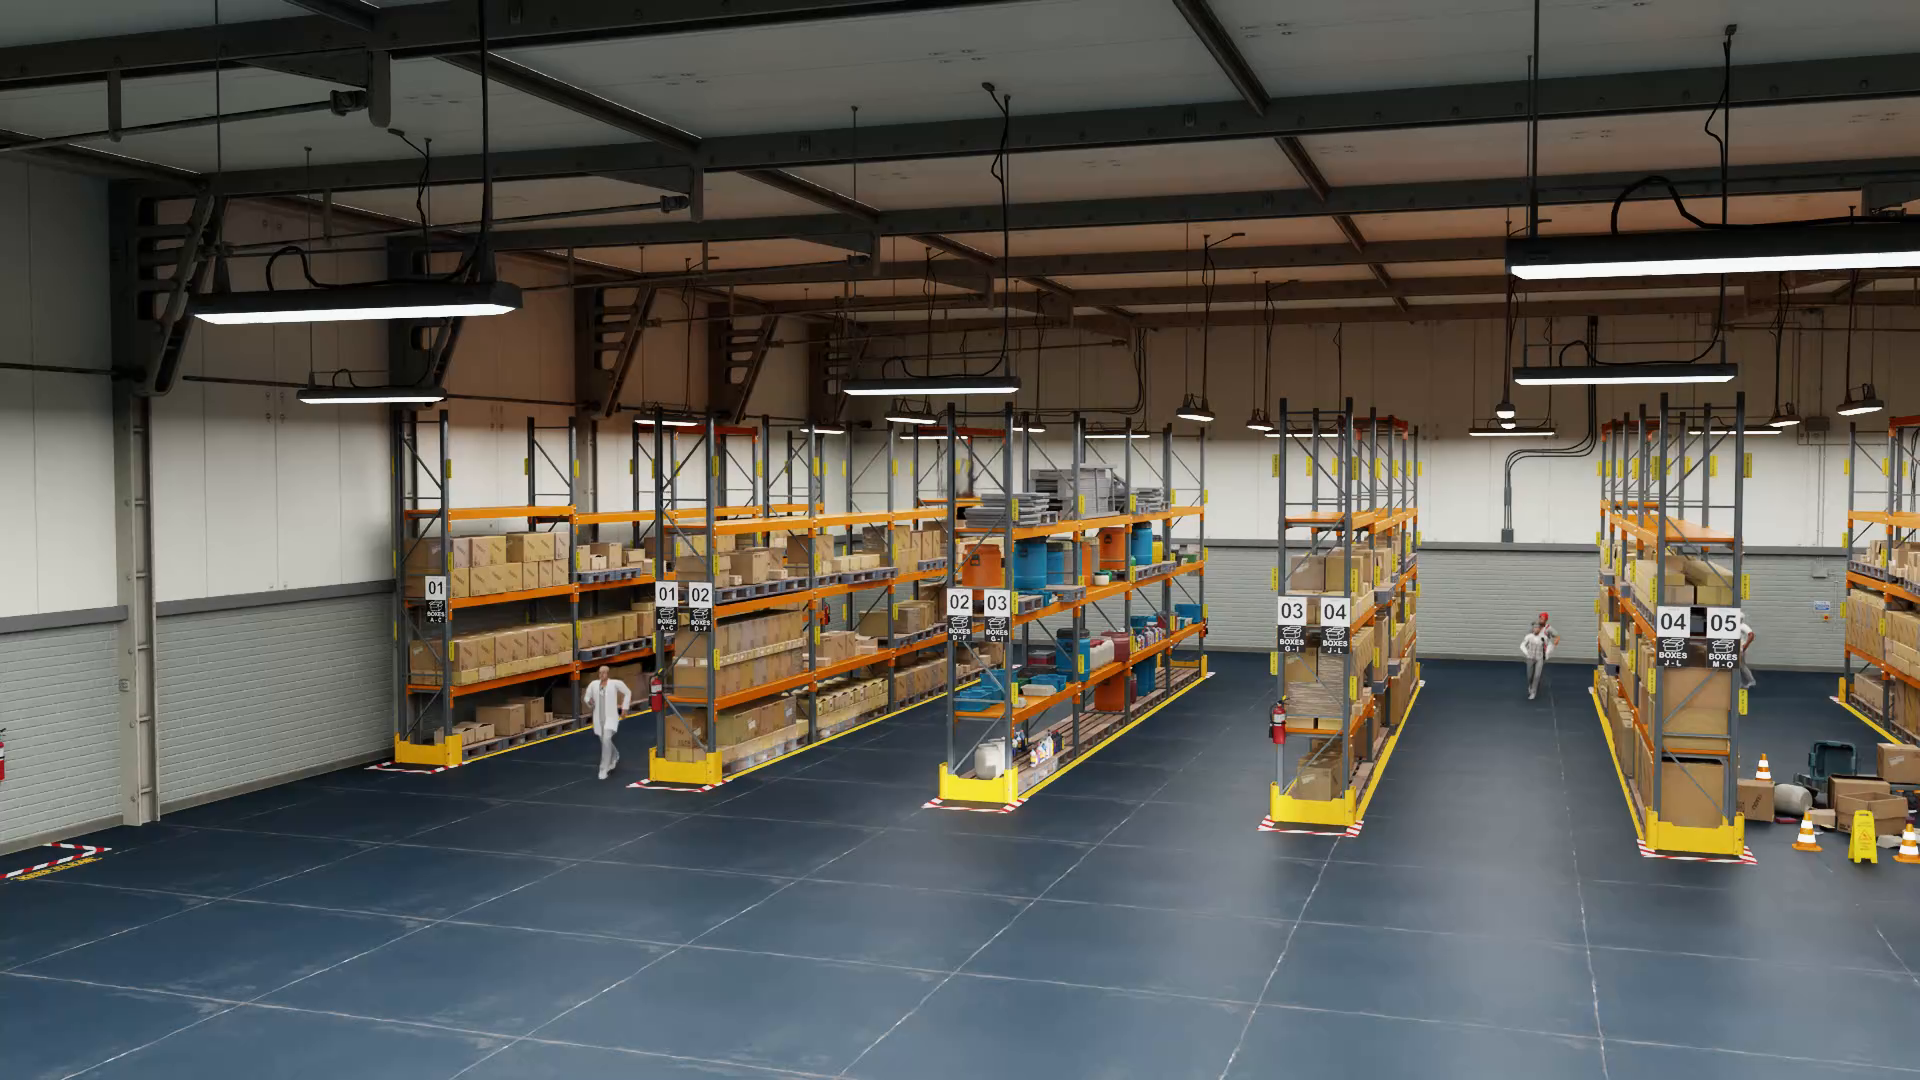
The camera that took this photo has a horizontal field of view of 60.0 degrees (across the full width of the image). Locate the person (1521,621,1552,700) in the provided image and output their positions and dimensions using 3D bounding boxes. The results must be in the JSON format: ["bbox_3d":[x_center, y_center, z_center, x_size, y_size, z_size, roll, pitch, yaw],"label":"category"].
[{"bbox_3d":[12.553,2.612,36.291,0.614,1.684,0.919,1,3,22],"label":"person"}]

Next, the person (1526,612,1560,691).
[{"bbox_3d":[13.097,2.521,37.559,0.628,1.792,0.717,-2,3,-39],"label":"person"}]

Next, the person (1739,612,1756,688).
[{"bbox_3d":[17.574,2.529,37.522,0.757,1.838,0.714,1,3,21],"label":"person"}]

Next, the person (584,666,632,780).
[{"bbox_3d":[-5.807,2.952,27.247,0.713,1.807,1.000,1,3,12],"label":"person"}]
